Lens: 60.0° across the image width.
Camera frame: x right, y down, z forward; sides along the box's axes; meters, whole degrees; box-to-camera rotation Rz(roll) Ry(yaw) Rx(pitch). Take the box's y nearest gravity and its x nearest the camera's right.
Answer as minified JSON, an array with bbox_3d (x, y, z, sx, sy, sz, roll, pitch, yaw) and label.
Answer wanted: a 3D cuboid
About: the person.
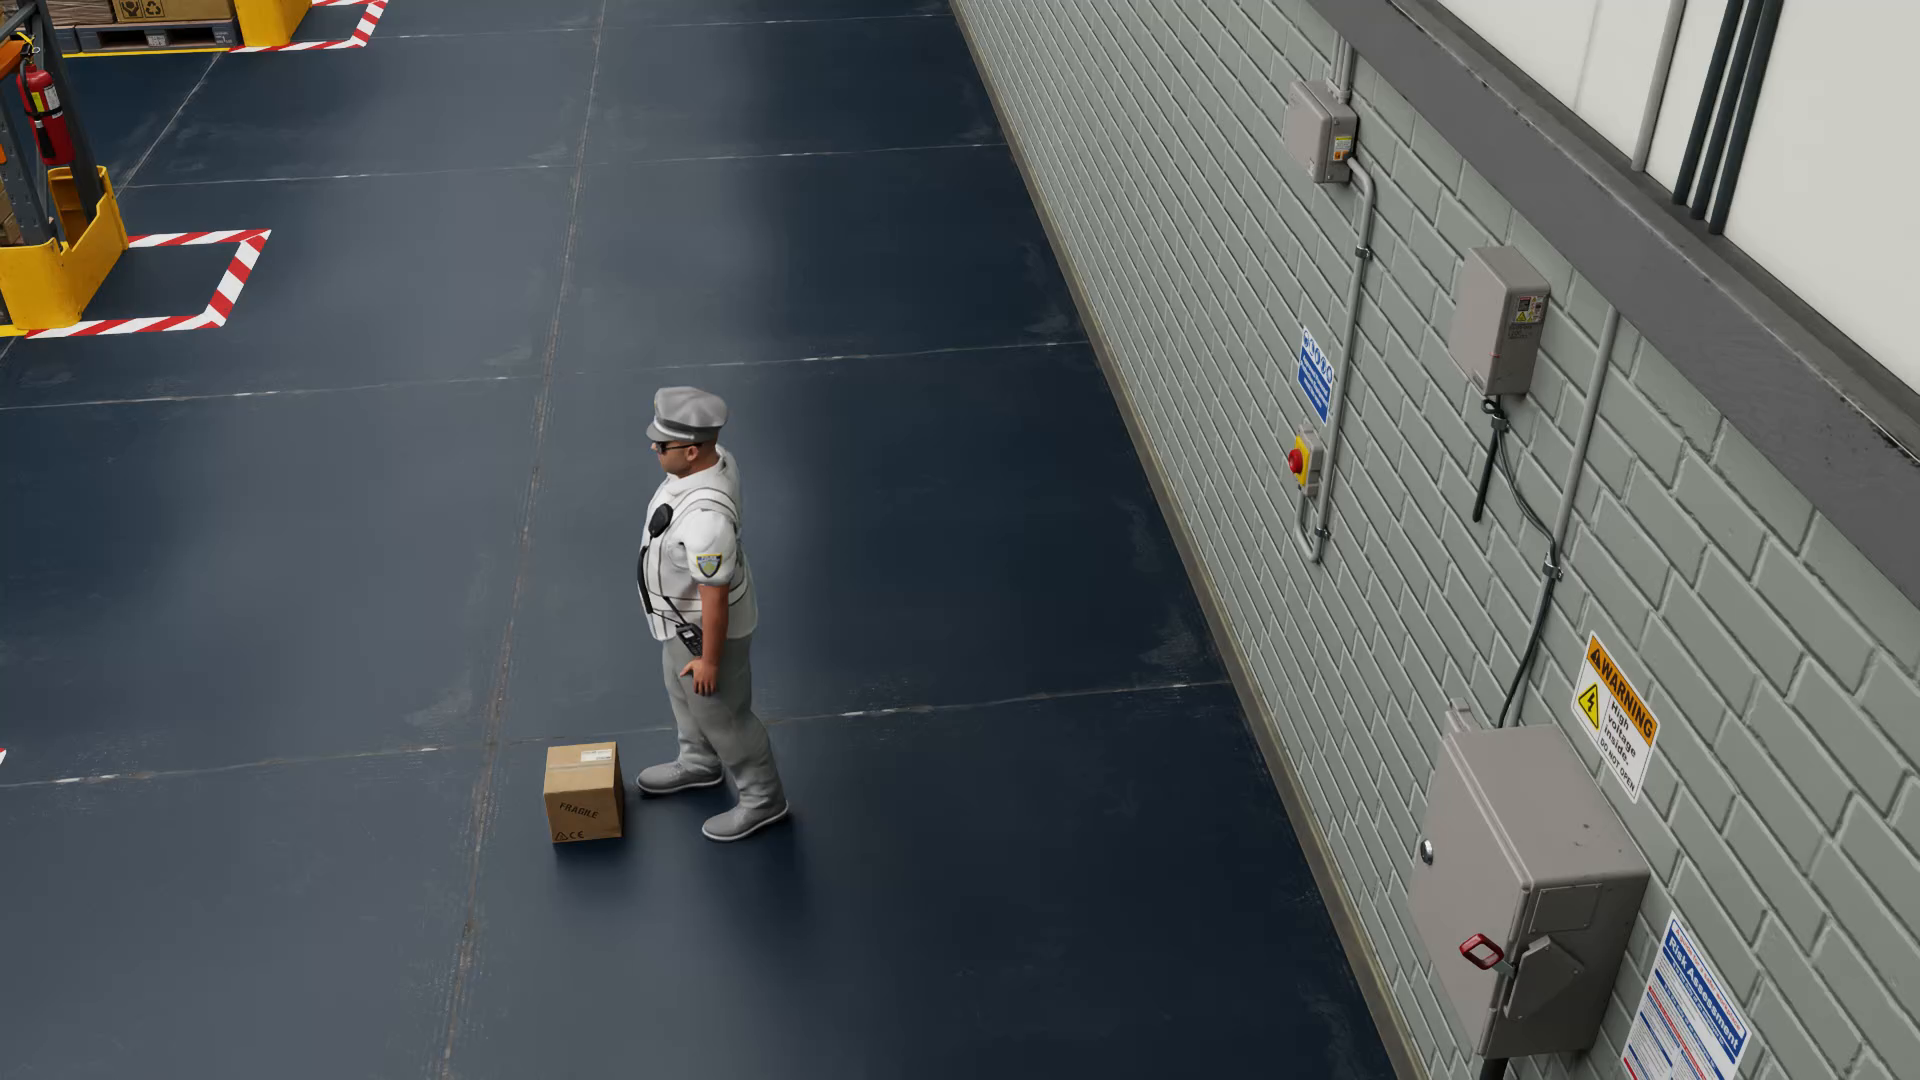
[{"bbox_3d":[-0.931,0.274,5.740,0.560,1.766,0.540,-4,35,-6],"label":"person"}]
